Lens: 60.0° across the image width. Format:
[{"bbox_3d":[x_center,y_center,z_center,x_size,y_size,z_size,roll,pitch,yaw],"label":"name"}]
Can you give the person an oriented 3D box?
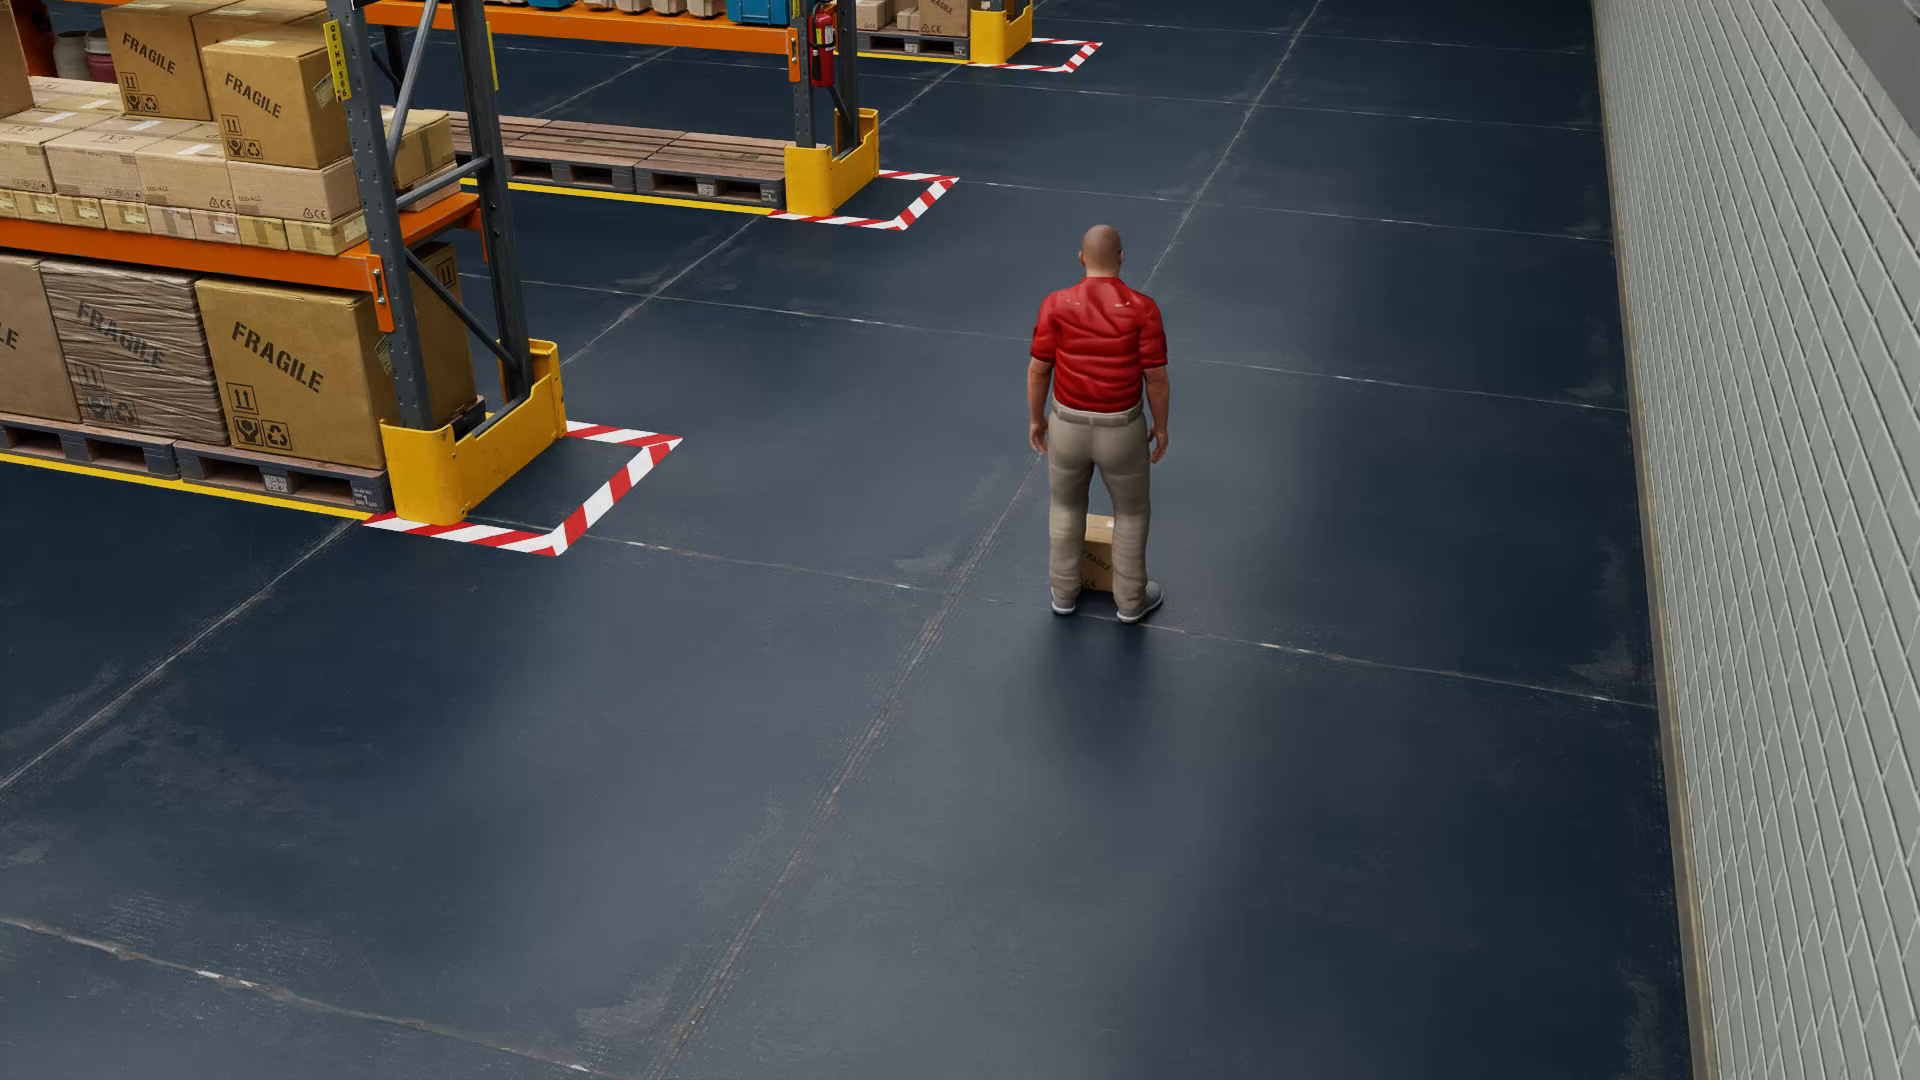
[{"bbox_3d":[0.585,-0.467,6.982,0.606,1.726,0.393,7,30,12],"label":"person"}]
